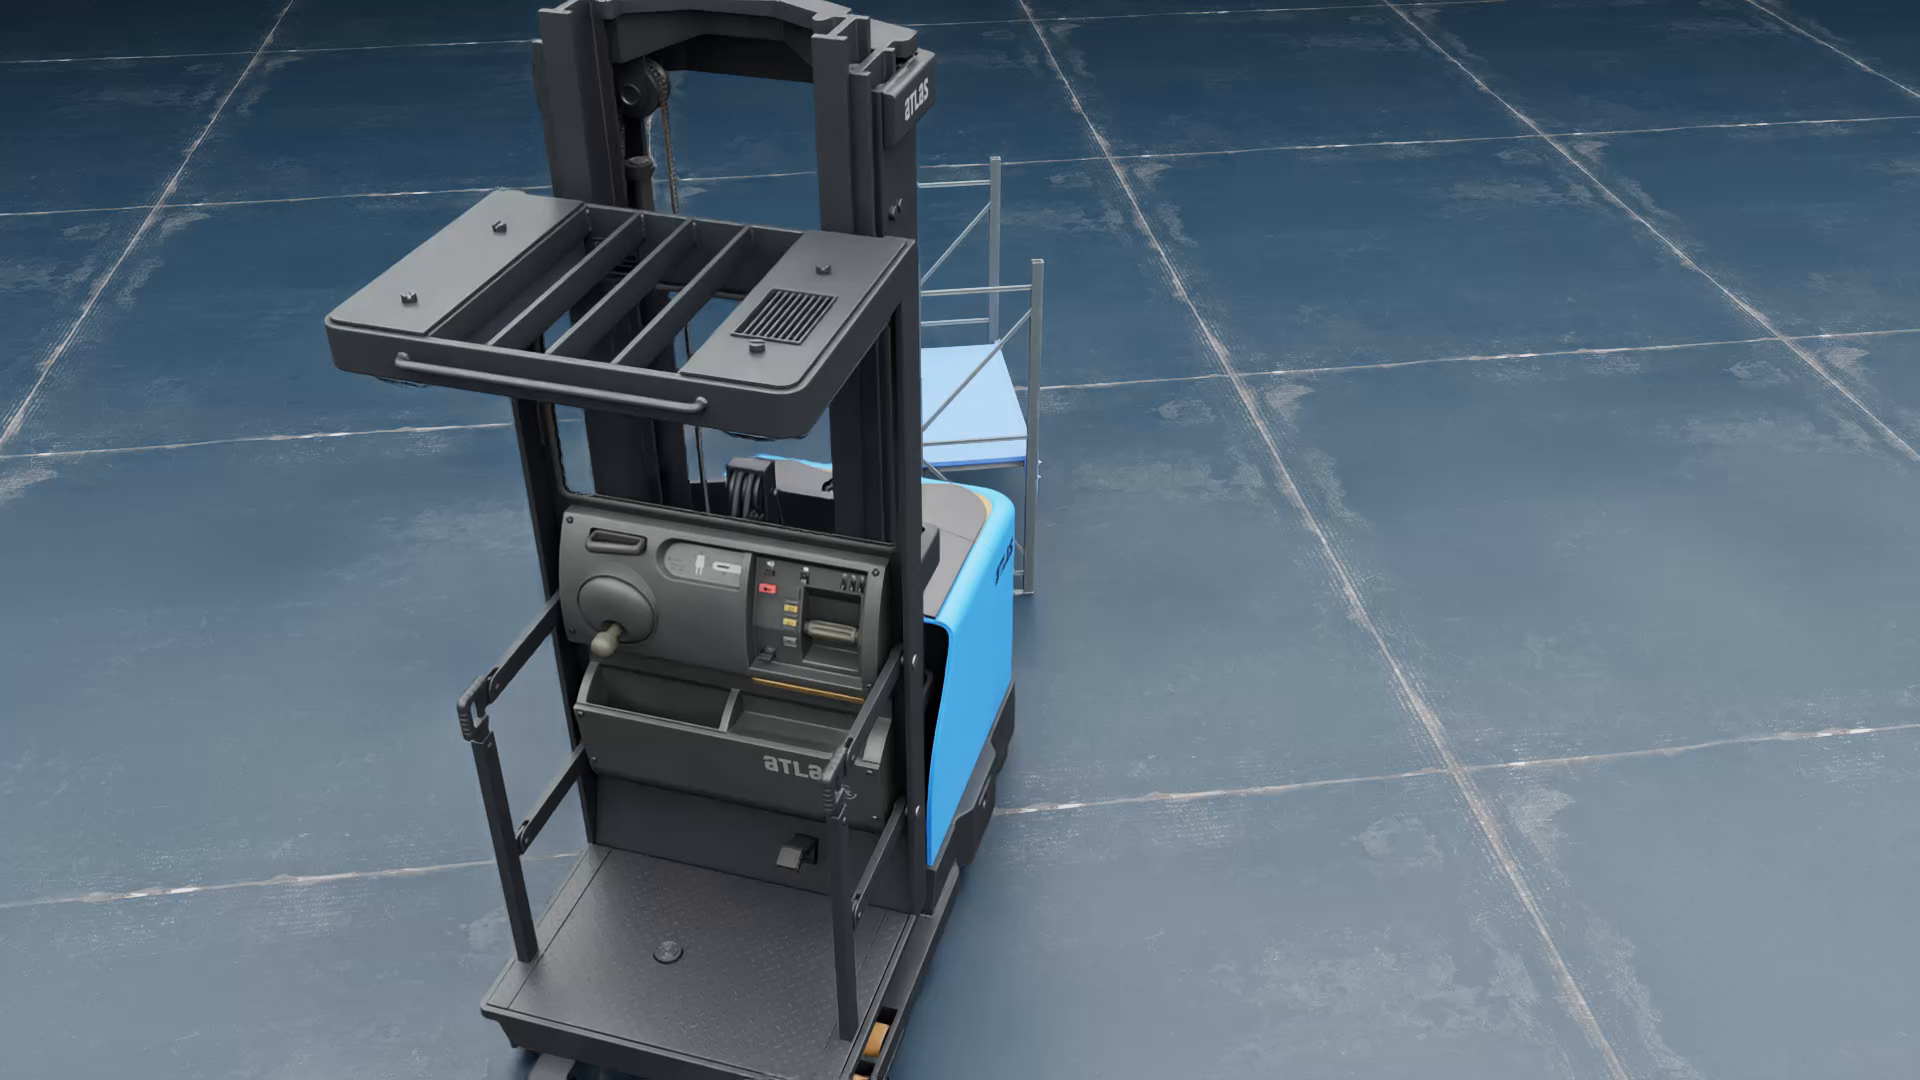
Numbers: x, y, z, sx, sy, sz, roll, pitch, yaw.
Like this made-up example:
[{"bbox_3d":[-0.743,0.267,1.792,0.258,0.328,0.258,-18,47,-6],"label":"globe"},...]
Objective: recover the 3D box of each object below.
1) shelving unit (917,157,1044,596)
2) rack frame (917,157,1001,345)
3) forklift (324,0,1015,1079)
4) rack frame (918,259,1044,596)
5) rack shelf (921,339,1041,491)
[{"bbox_3d":[-0.011,-0.667,6.897,0.538,1.500,1.048,-4,35,-6],"label":"shelving unit"},{"bbox_3d":[-0.080,-0.951,7.314,0.500,1.500,0.032,-4,35,-6],"label":"rack frame"},{"bbox_3d":[-0.707,0.230,4.309,1.130,2.935,3.031,9,35,14],"label":"forklift"},{"bbox_3d":[0.057,-0.384,6.481,0.500,1.500,0.032,-4,35,-6],"label":"rack frame"},{"bbox_3d":[-0.011,-0.519,6.999,0.538,0.185,1.000,-4,35,-6],"label":"rack shelf"}]
